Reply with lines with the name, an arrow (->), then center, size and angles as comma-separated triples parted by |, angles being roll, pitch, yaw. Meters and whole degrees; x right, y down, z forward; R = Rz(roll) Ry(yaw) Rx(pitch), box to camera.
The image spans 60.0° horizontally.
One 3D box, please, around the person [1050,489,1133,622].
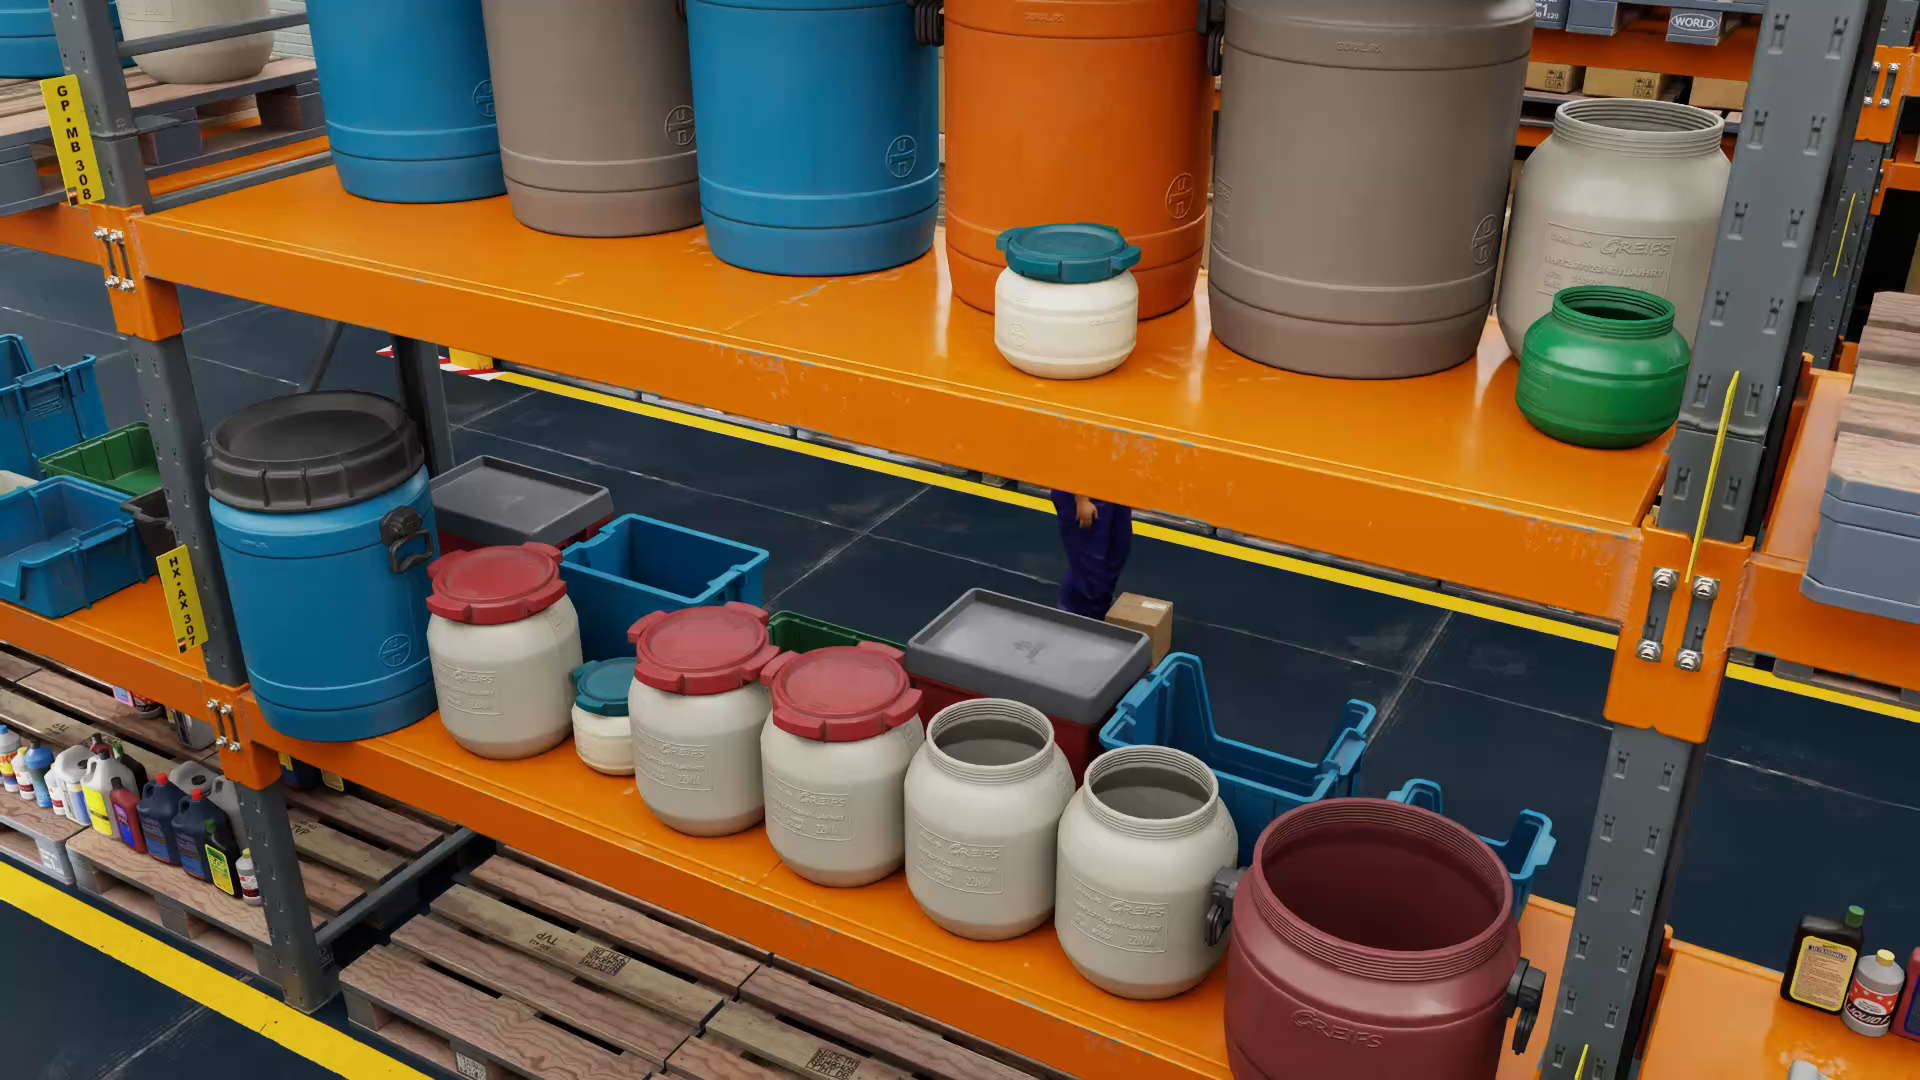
person -> 0.628, -0.245, 7.611 | 0.367, 1.651, 0.547 | 14, 30, 26
